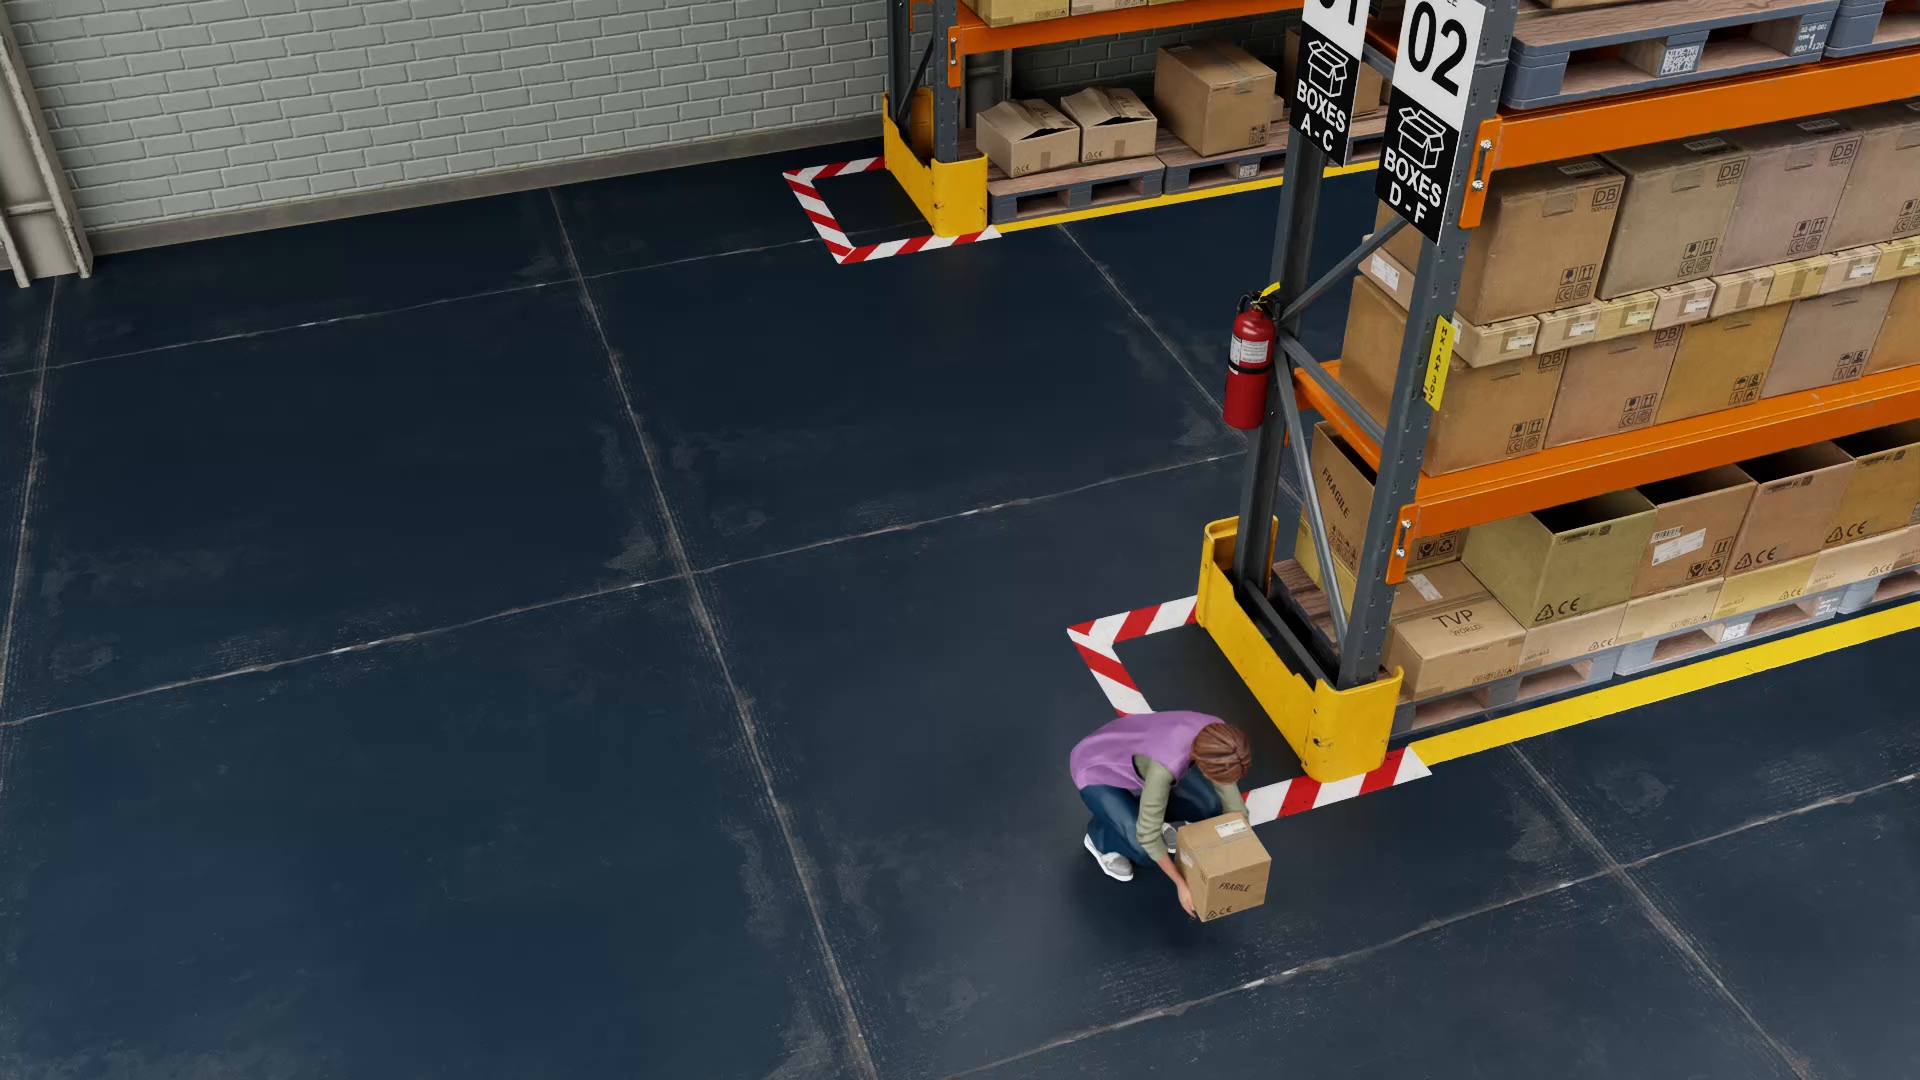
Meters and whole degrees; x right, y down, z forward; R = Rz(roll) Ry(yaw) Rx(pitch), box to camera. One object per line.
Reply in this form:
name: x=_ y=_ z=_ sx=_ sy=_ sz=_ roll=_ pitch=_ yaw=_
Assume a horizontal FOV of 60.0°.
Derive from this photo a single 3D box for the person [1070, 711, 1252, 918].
person: x=0.763 y=0.943 z=6.172 sx=0.458 sy=0.891 sz=0.847 roll=-26 pitch=45 yaw=-29
